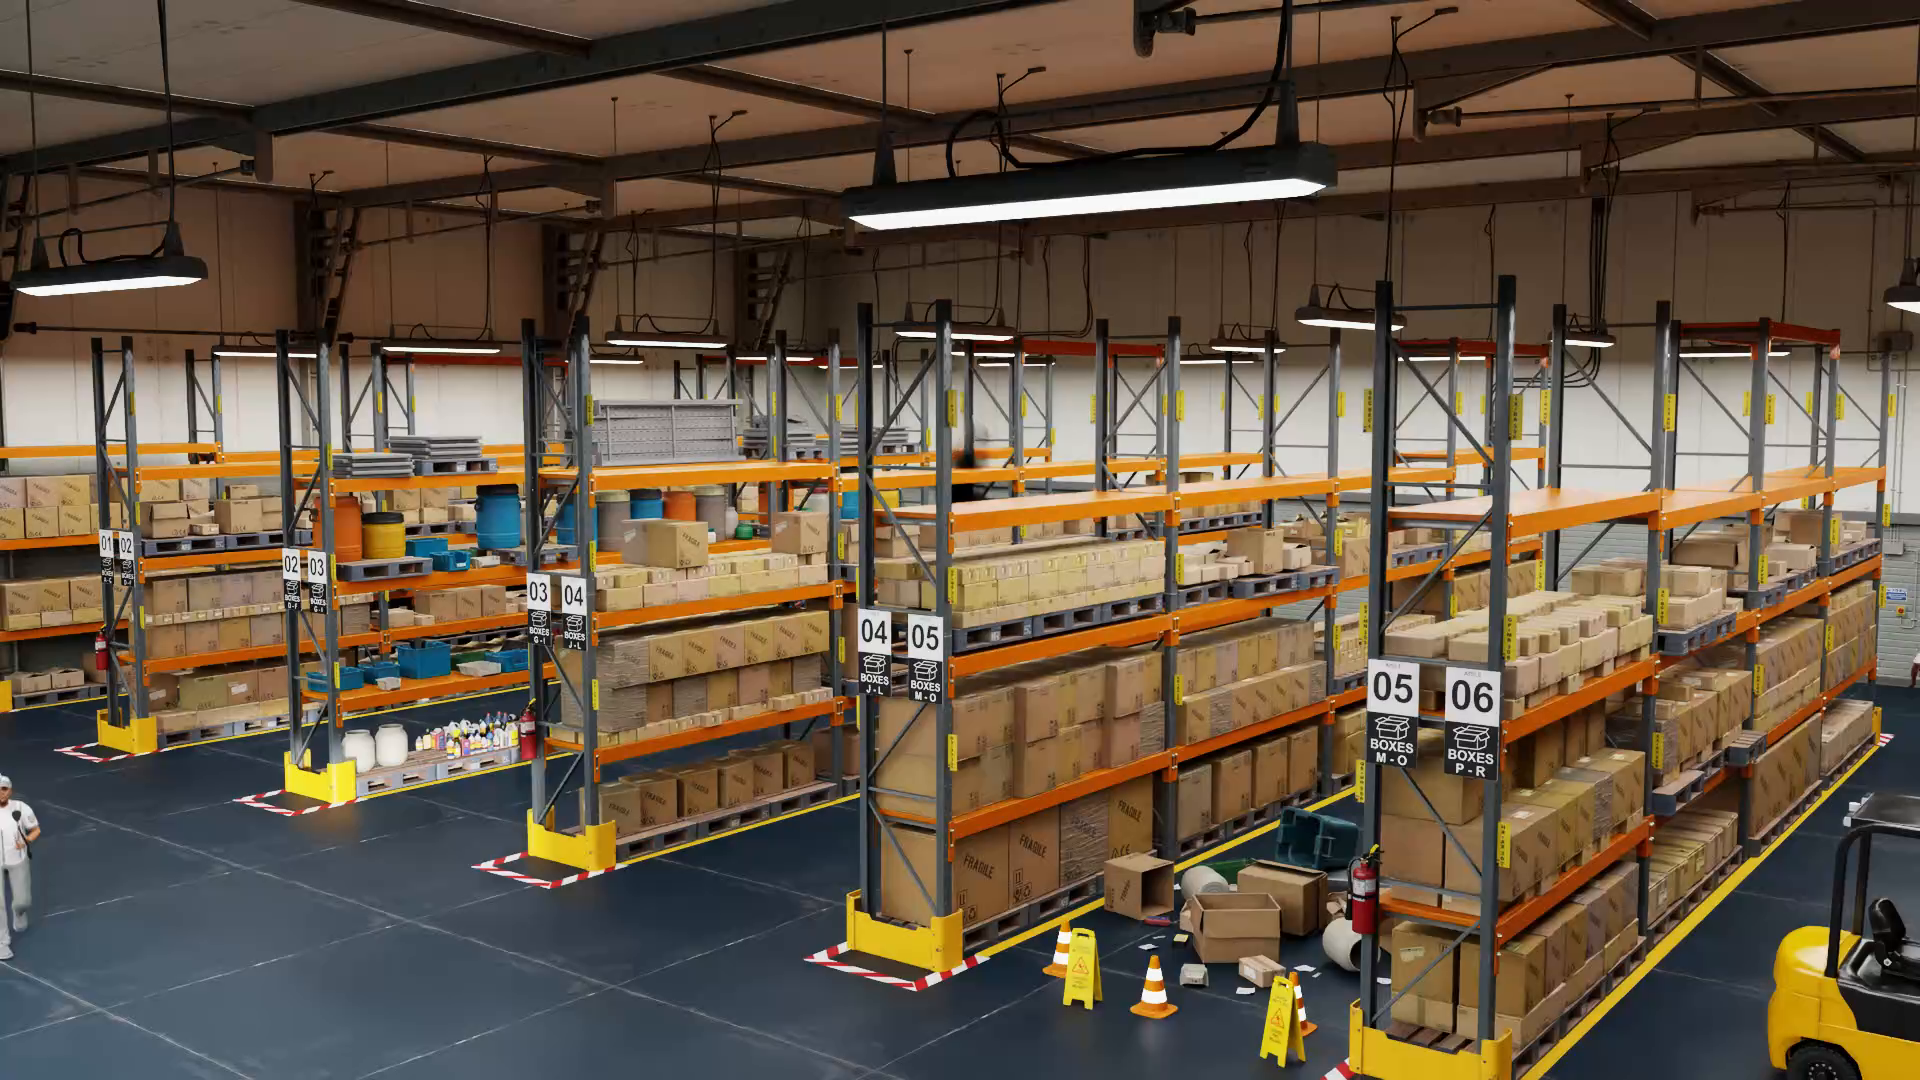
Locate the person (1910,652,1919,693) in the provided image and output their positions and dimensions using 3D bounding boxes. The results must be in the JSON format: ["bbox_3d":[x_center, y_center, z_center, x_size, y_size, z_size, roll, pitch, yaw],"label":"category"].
[{"bbox_3d":[14.221,2.178,24.192,0.765,1.767,0.898,2,5,19],"label":"person"}]

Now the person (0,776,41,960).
[{"bbox_3d":[-8.897,3.005,15.474,0.620,1.632,0.784,-3,6,-31],"label":"person"}]
